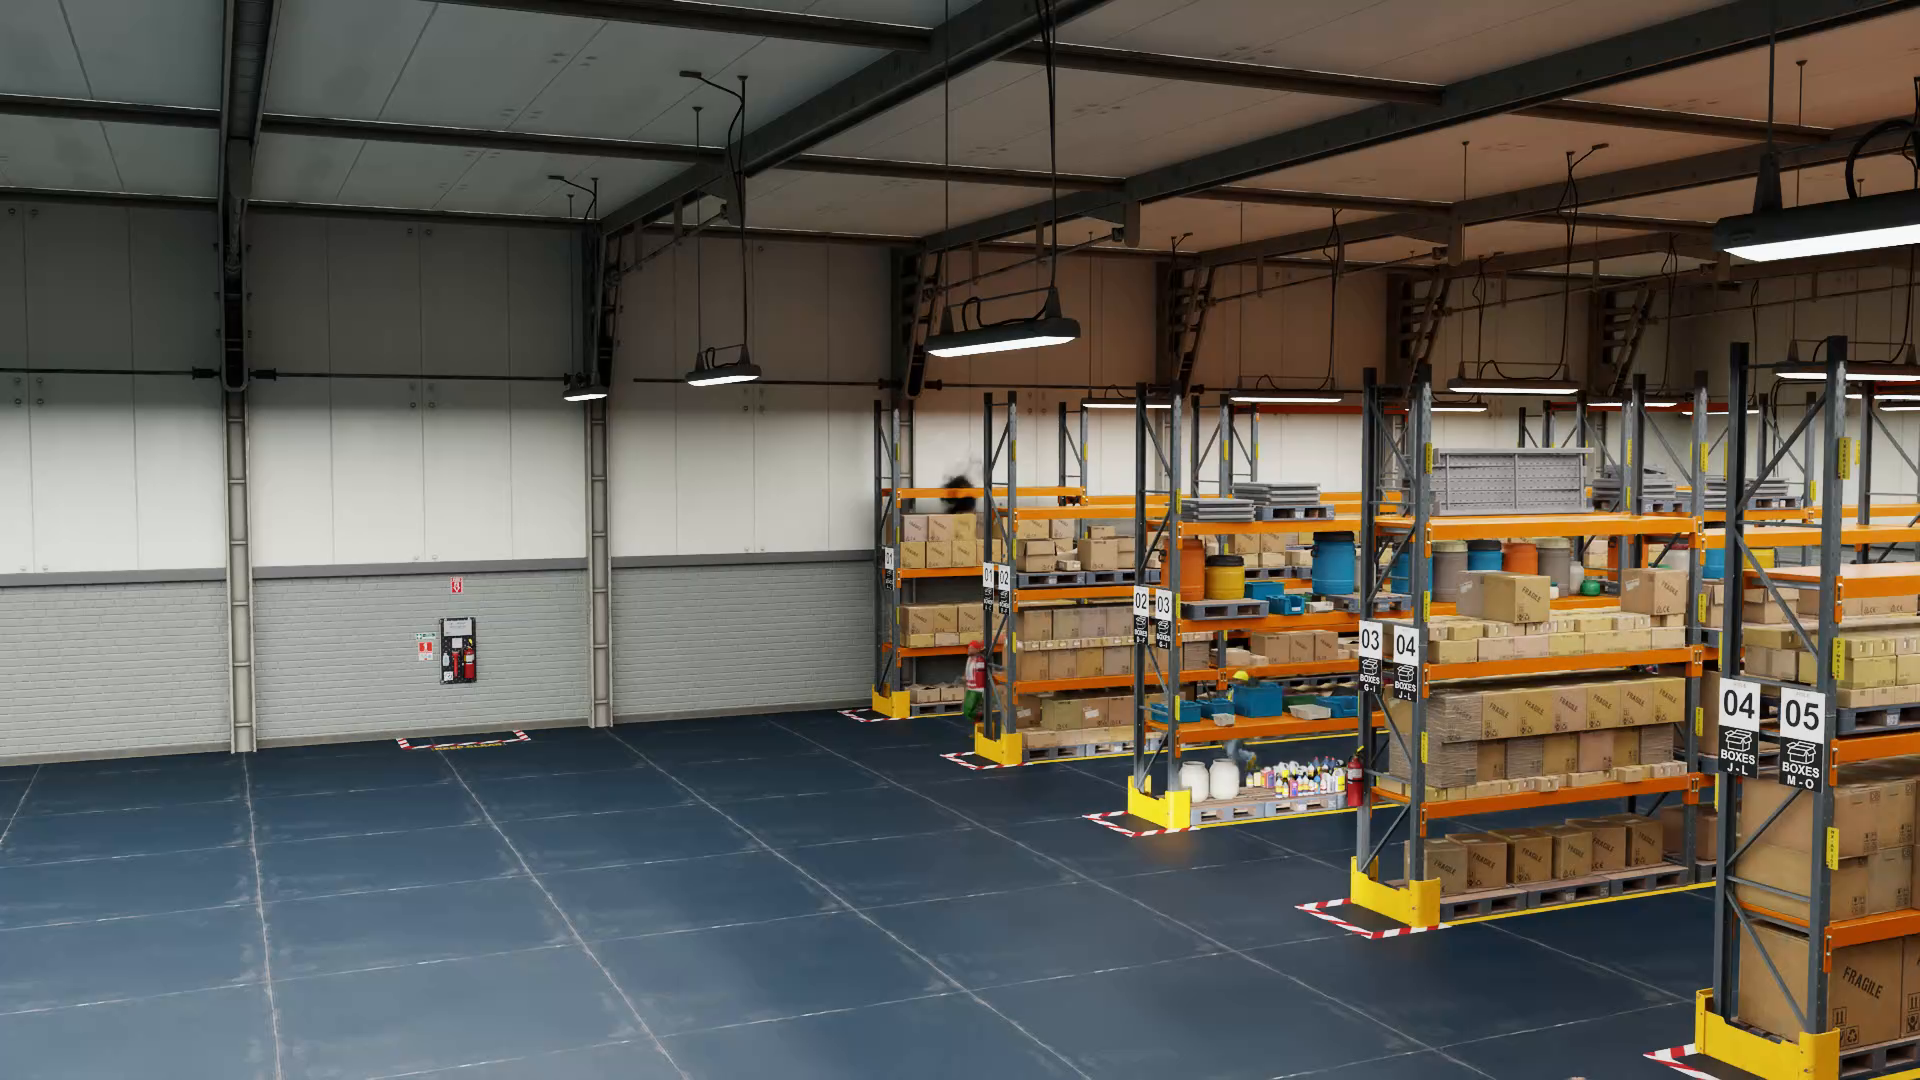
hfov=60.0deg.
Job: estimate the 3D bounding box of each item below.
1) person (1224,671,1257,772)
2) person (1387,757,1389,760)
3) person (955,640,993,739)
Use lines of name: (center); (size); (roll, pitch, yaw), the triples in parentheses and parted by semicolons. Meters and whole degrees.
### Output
person: (4.229, 2.841, 25.104); (0.801, 1.739, 0.700); (-2, 4, -31)
person: (7.375, 2.703, 27.174); (0.793, 1.823, 0.644); (-2, 4, -29)
person: (0.244, 2.617, 28.936); (0.601, 1.744, 0.672); (-2, 4, -29)
